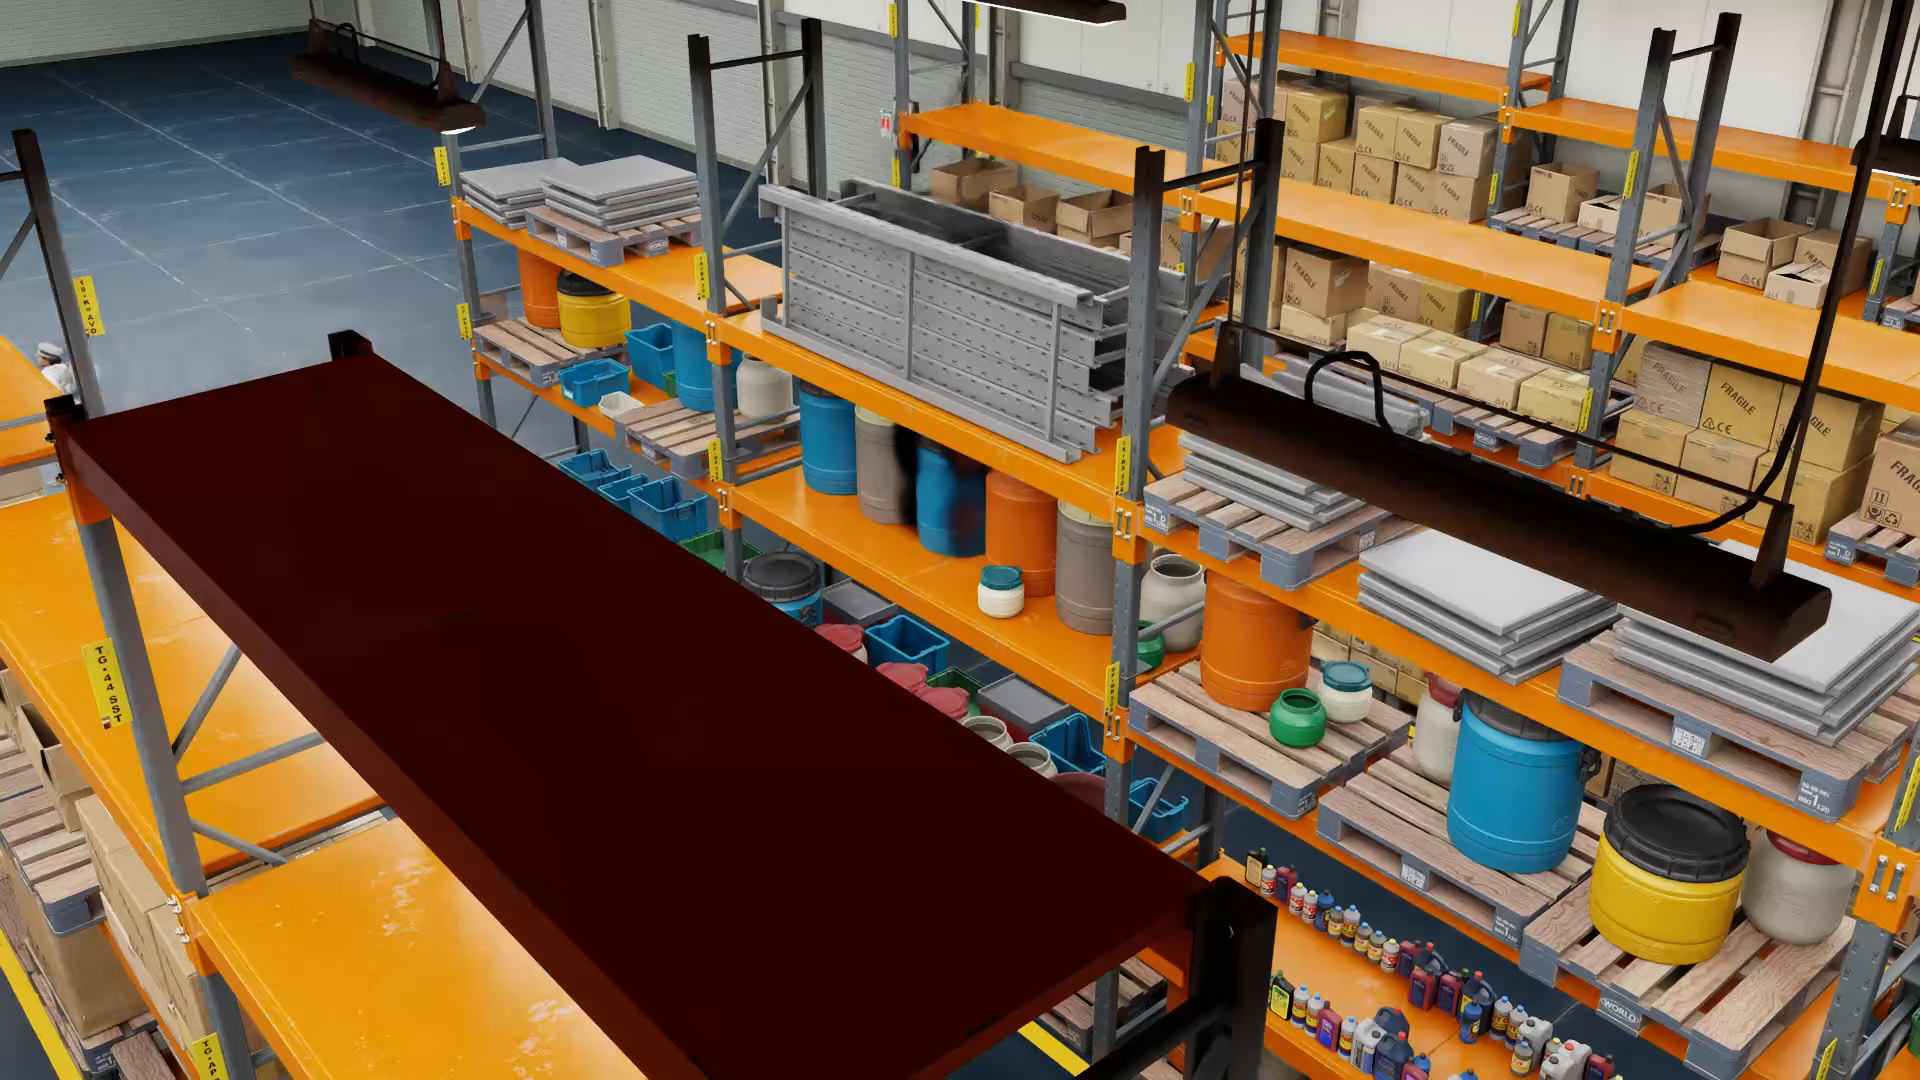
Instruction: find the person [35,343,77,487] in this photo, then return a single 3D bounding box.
[{"bbox_3d":[-9.964,-1.400,18.517,0.758,1.687,0.618,-6,28,-12],"label":"person"}]
